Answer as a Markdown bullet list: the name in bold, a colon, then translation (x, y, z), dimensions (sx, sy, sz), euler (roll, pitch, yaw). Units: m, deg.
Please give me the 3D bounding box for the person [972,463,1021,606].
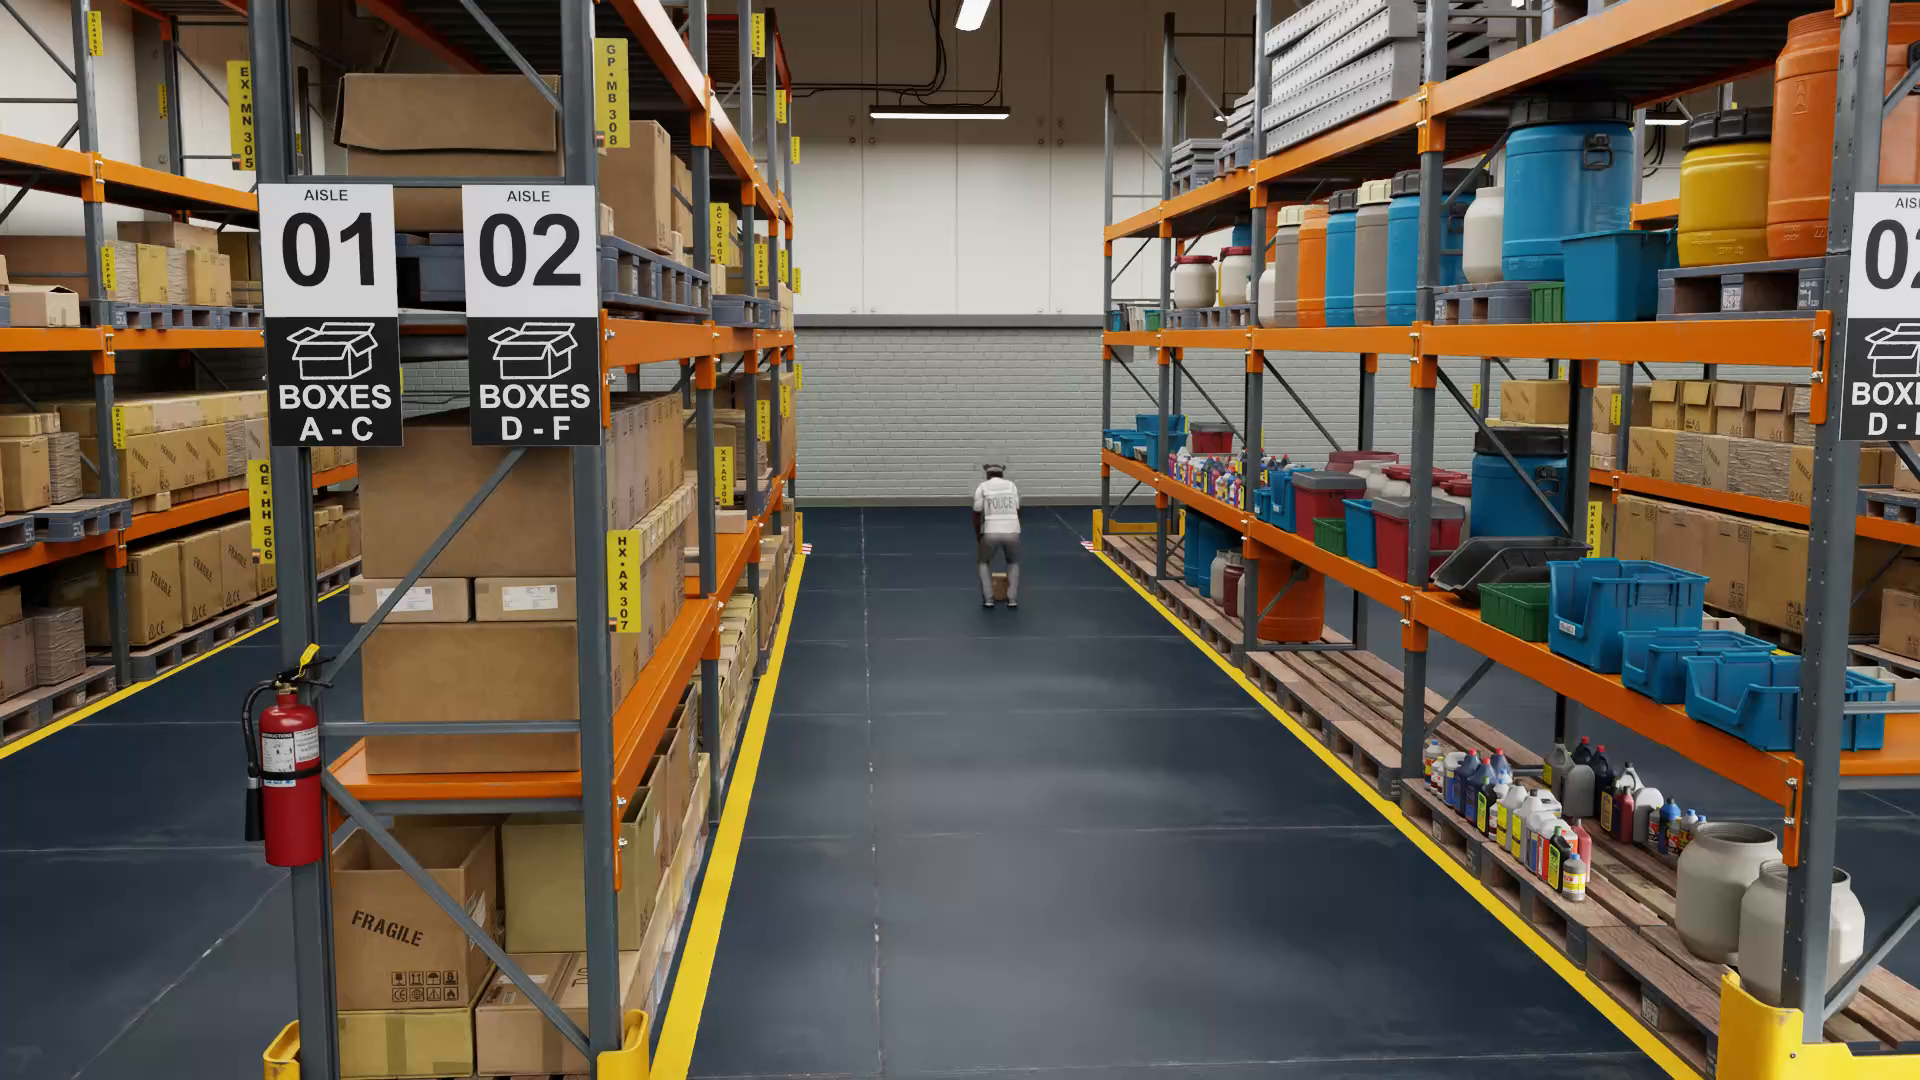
- **person**: translation (0.371, -0.051, 17.037), dimensions (0.492, 1.464, 0.649), euler (0, 7, -3)
